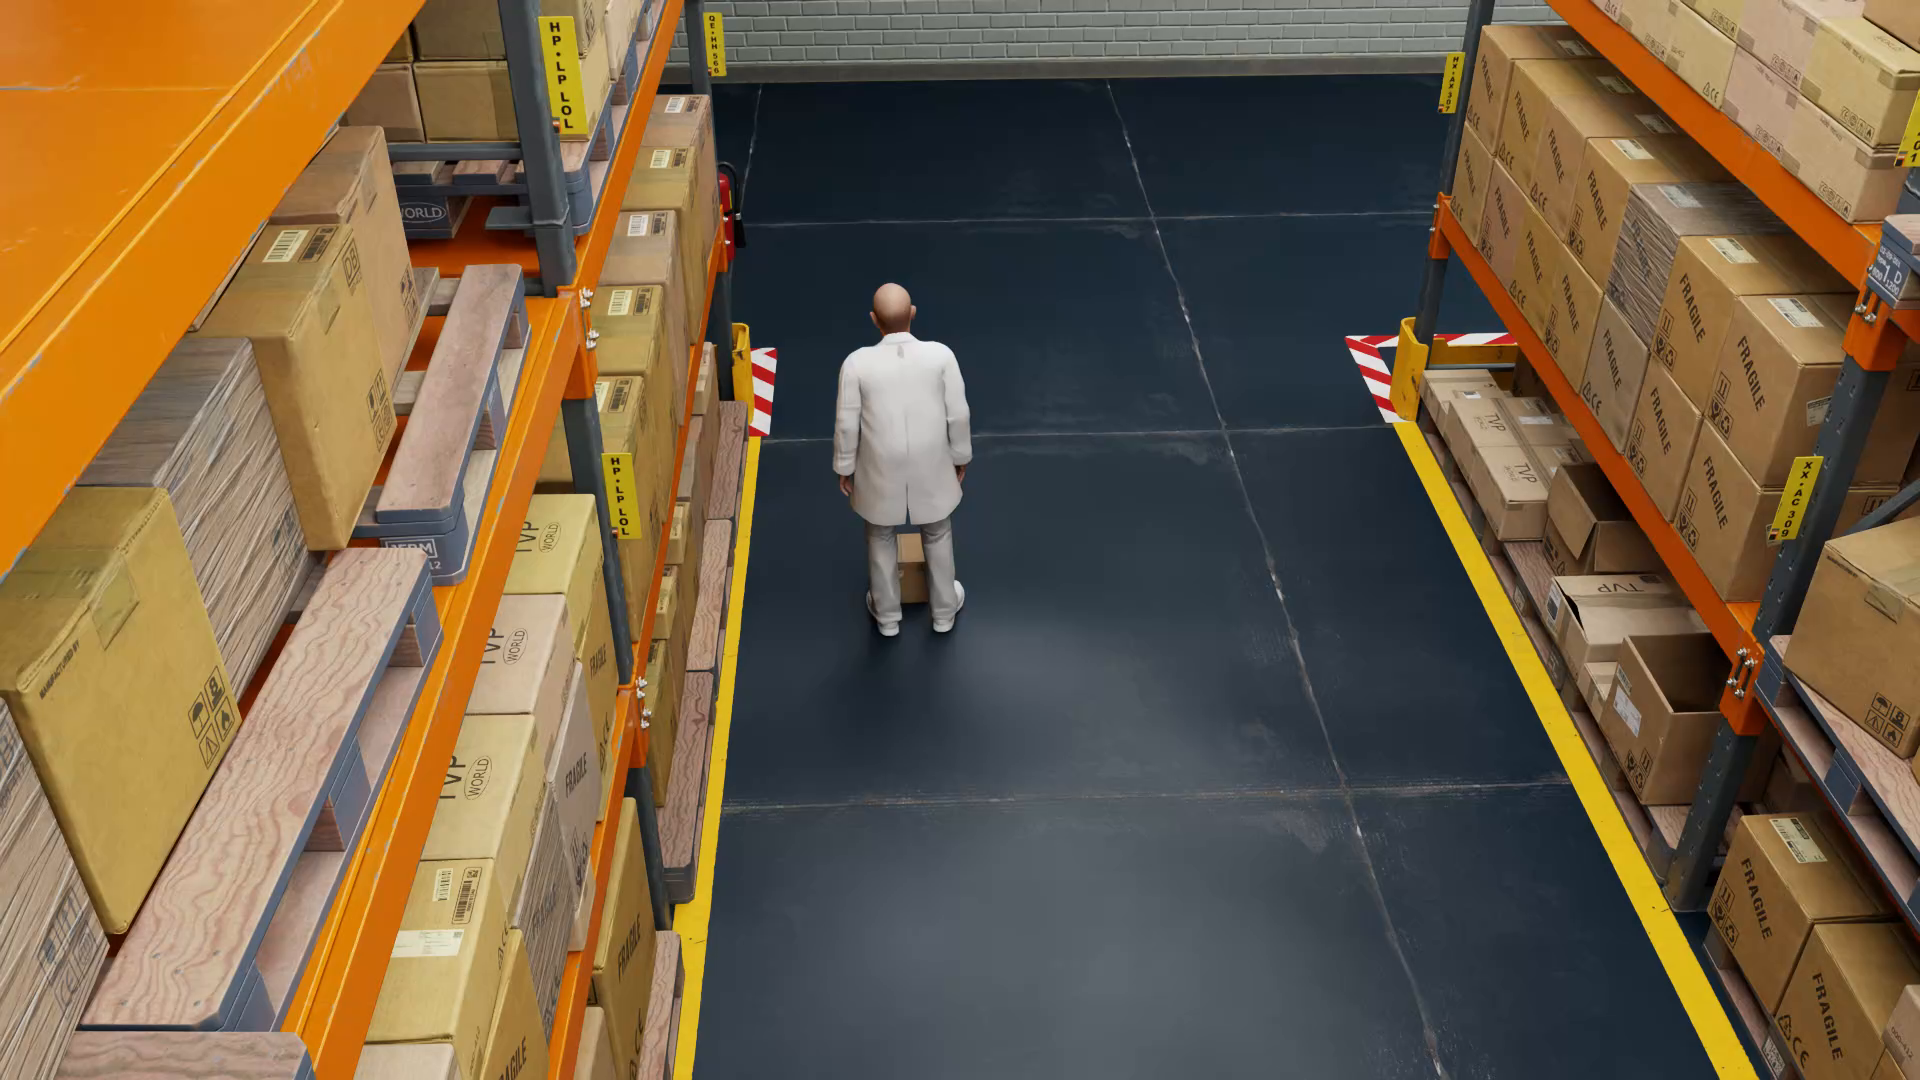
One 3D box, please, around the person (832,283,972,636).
[{"bbox_3d":[-0.266,-0.348,7.660,0.647,1.772,0.433,-4,35,-6],"label":"person"}]
